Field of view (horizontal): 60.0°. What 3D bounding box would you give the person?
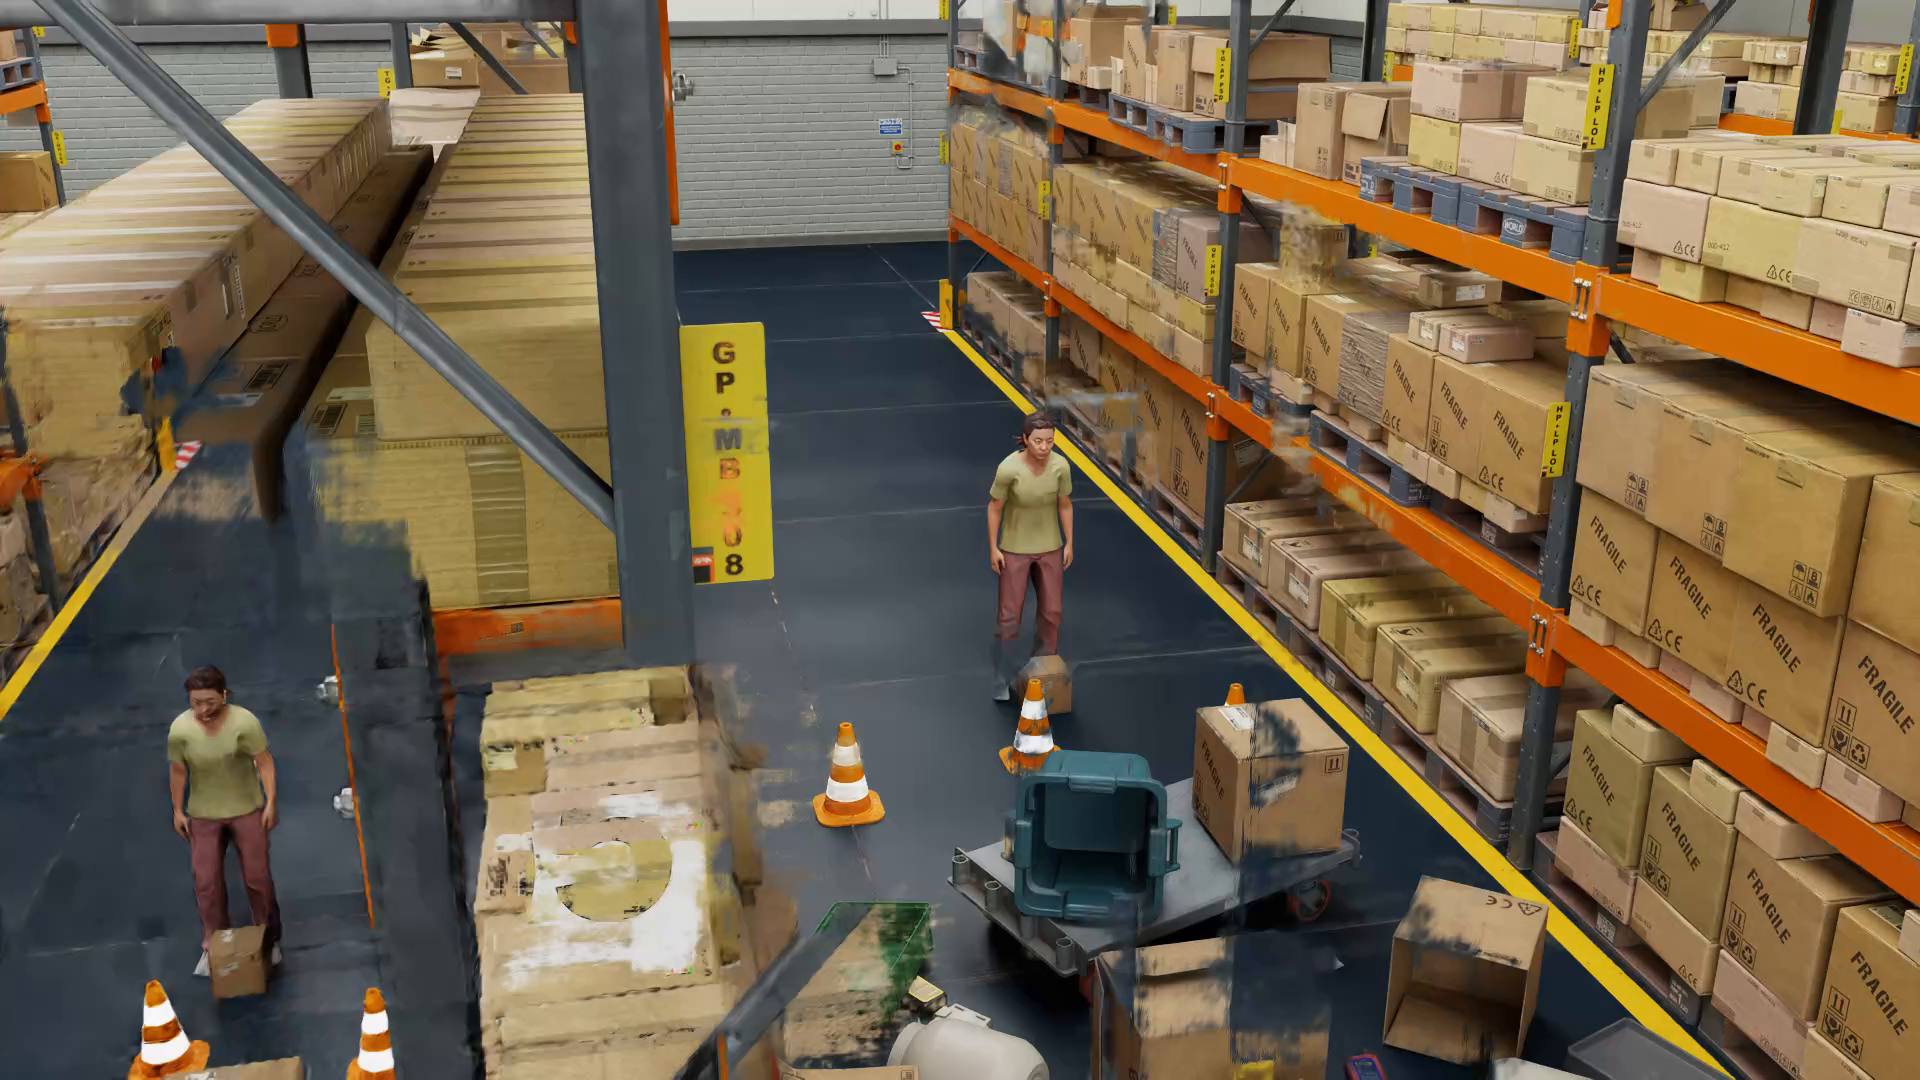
[{"bbox_3d":[0.407,0.071,9.372,0.499,1.673,0.355,-5,20,-12],"label":"person"}]
